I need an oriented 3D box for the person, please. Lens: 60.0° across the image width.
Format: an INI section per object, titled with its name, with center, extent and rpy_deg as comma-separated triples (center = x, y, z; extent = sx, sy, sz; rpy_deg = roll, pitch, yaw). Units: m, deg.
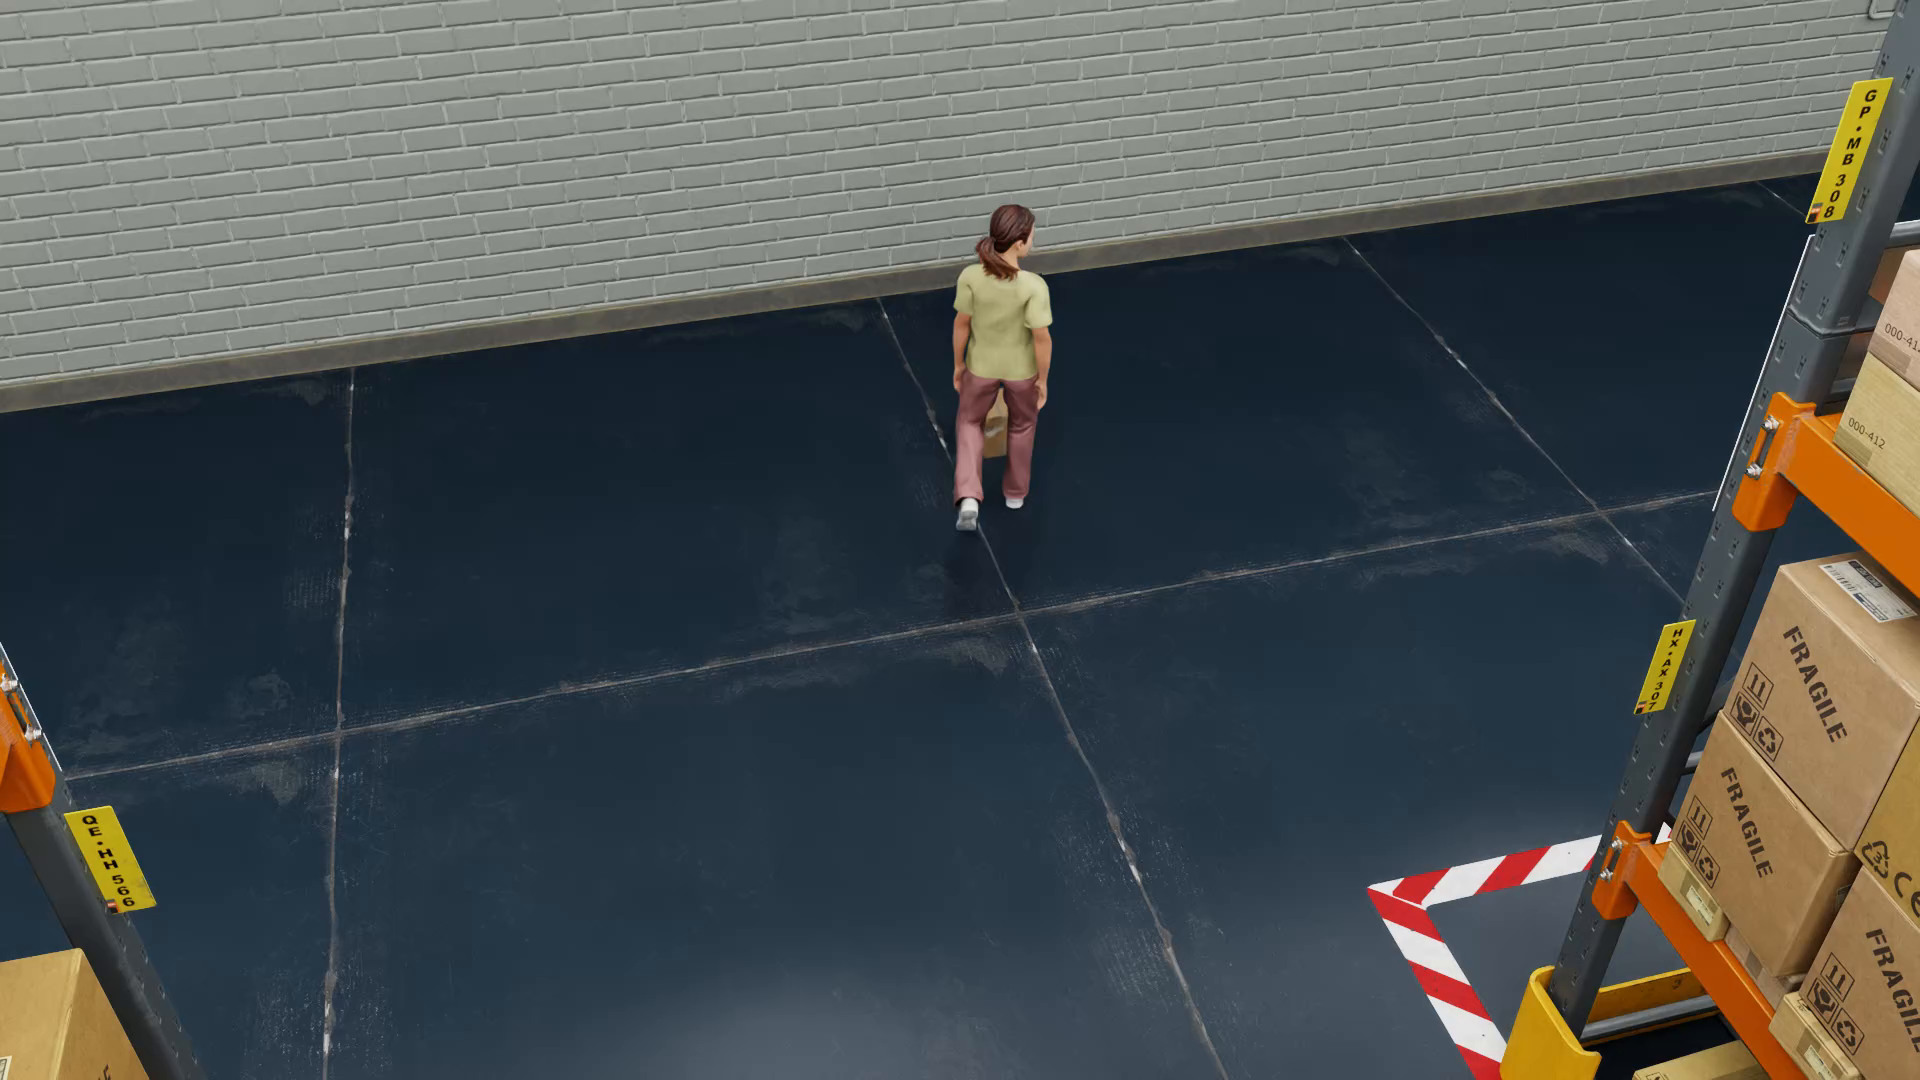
[person]
center = 0.192, -0.763, 7.663
extent = 0.466, 1.661, 0.750
rpy_deg = 7, 39, 9
